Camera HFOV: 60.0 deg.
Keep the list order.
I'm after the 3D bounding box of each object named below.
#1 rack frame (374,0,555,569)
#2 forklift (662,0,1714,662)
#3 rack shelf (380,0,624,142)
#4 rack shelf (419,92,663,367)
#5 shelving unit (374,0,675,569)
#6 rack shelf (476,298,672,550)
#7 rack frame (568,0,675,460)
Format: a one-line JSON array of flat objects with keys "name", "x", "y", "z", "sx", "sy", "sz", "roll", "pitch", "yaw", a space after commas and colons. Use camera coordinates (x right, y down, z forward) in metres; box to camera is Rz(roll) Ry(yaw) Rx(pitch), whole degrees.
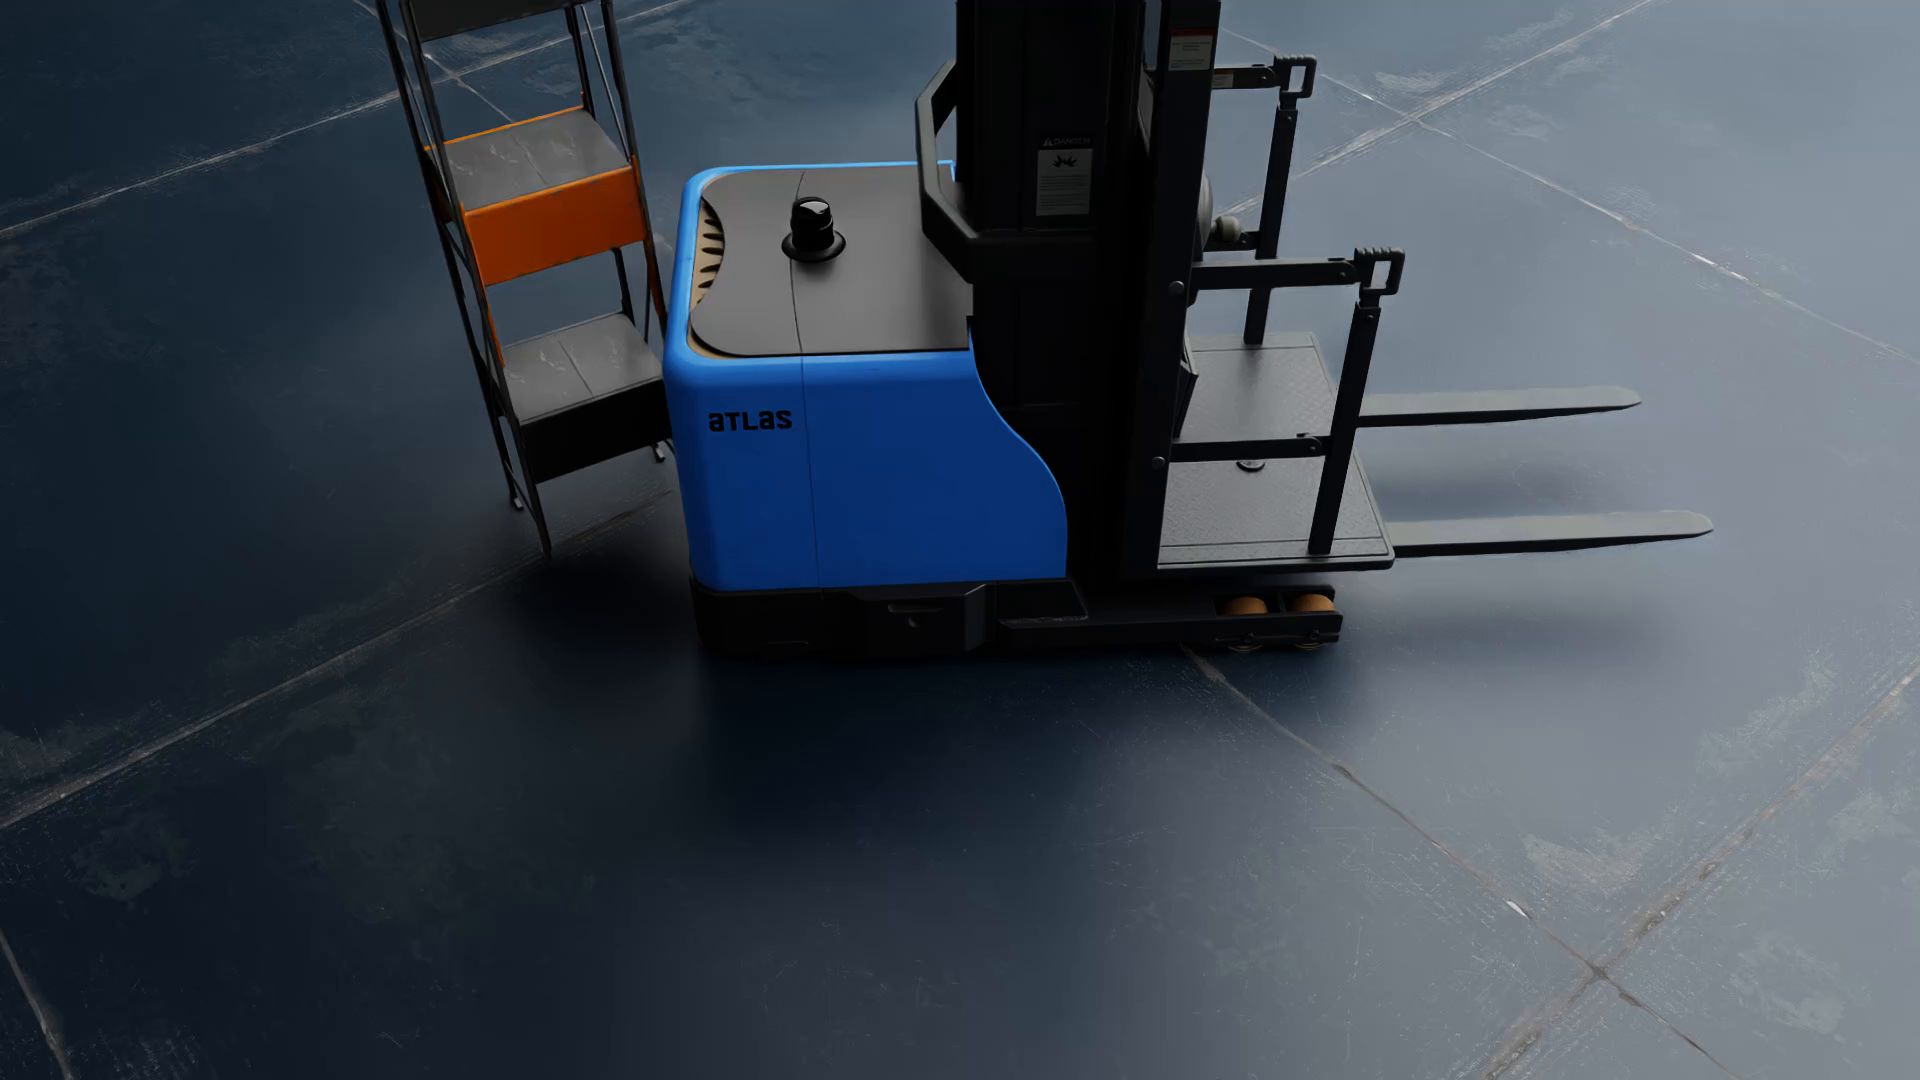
[{"name": "rack frame", "x": -1.381, "y": -0.798, "z": 4.562, "sx": 0.015, "sy": 2.100, "sz": 0.400, "roll": -21, "pitch": 47, "yaw": -20}, {"name": "forklift", "x": 0.719, "y": -1.103, "z": 4.284, "sx": 3.031, "sy": 2.935, "sz": 1.130, "roll": -2, "pitch": 43, "yaw": -2}, {"name": "rack shelf", "x": -1.182, "y": -1.383, "z": 4.176, "sx": 0.480, "sy": 0.518, "sz": 0.431, "roll": -21, "pitch": 47, "yaw": -20}, {"name": "rack shelf", "x": -1.167, "y": -0.872, "z": 4.654, "sx": 0.480, "sy": 0.518, "sz": 0.431, "roll": -21, "pitch": 47, "yaw": -20}, {"name": "shelving unit", "x": -1.168, "y": -0.882, "z": 4.645, "sx": 0.503, "sy": 2.100, "sz": 0.431, "roll": -21, "pitch": 47, "yaw": -20}, {"name": "rack shelf", "x": -1.152, "y": -0.361, "z": 5.133, "sx": 0.480, "sy": 0.518, "sz": 0.431, "roll": -21, "pitch": 47, "yaw": -20}, {"name": "rack frame", "x": -0.954, "y": -0.966, "z": 4.728, "sx": 0.015, "sy": 2.100, "sz": 0.400, "roll": -21, "pitch": 47, "yaw": -20}]
